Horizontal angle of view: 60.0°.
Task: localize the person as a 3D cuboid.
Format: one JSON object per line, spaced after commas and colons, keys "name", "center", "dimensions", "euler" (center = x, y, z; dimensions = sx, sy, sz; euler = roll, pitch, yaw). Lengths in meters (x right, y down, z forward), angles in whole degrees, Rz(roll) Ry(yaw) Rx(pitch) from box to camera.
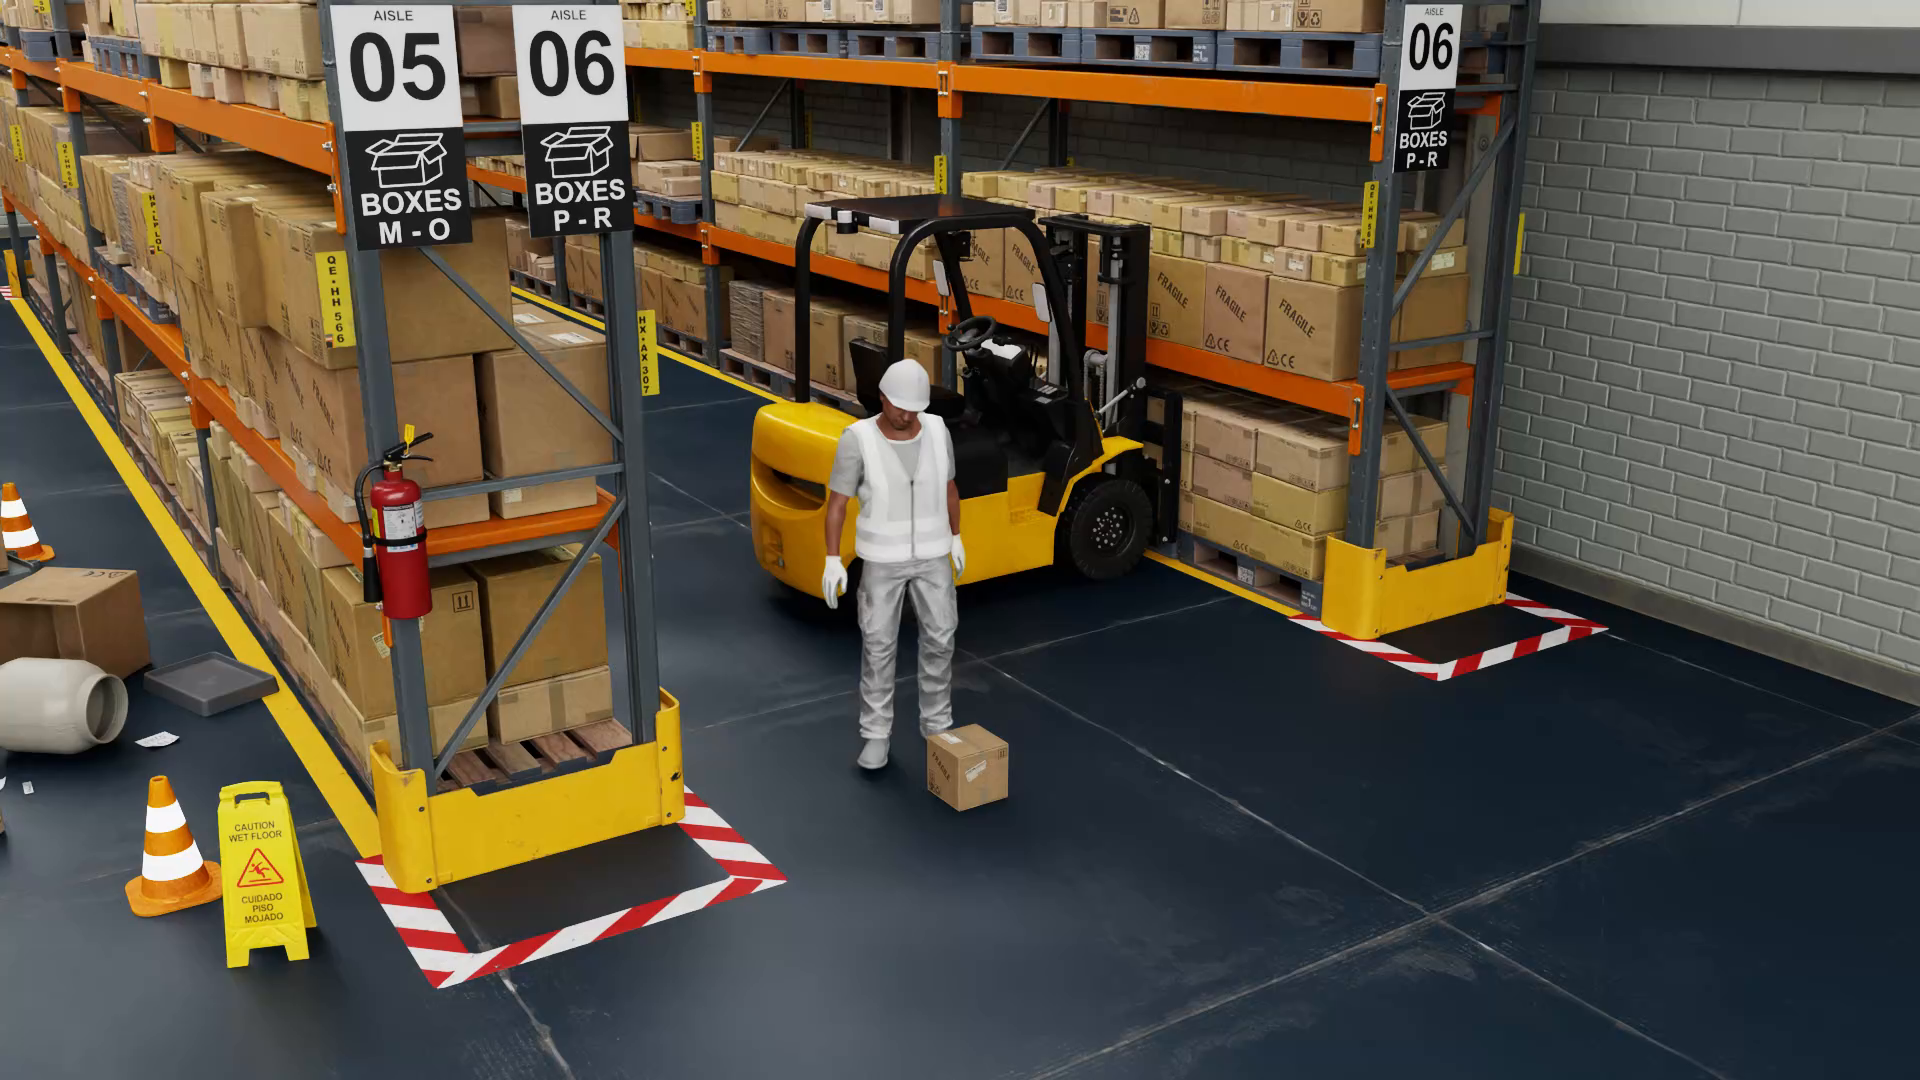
{"name": "person", "center": [-0.265, 0.111, 7.167], "dimensions": [0.697, 1.817, 0.395], "euler": [-6, 19, -17]}
